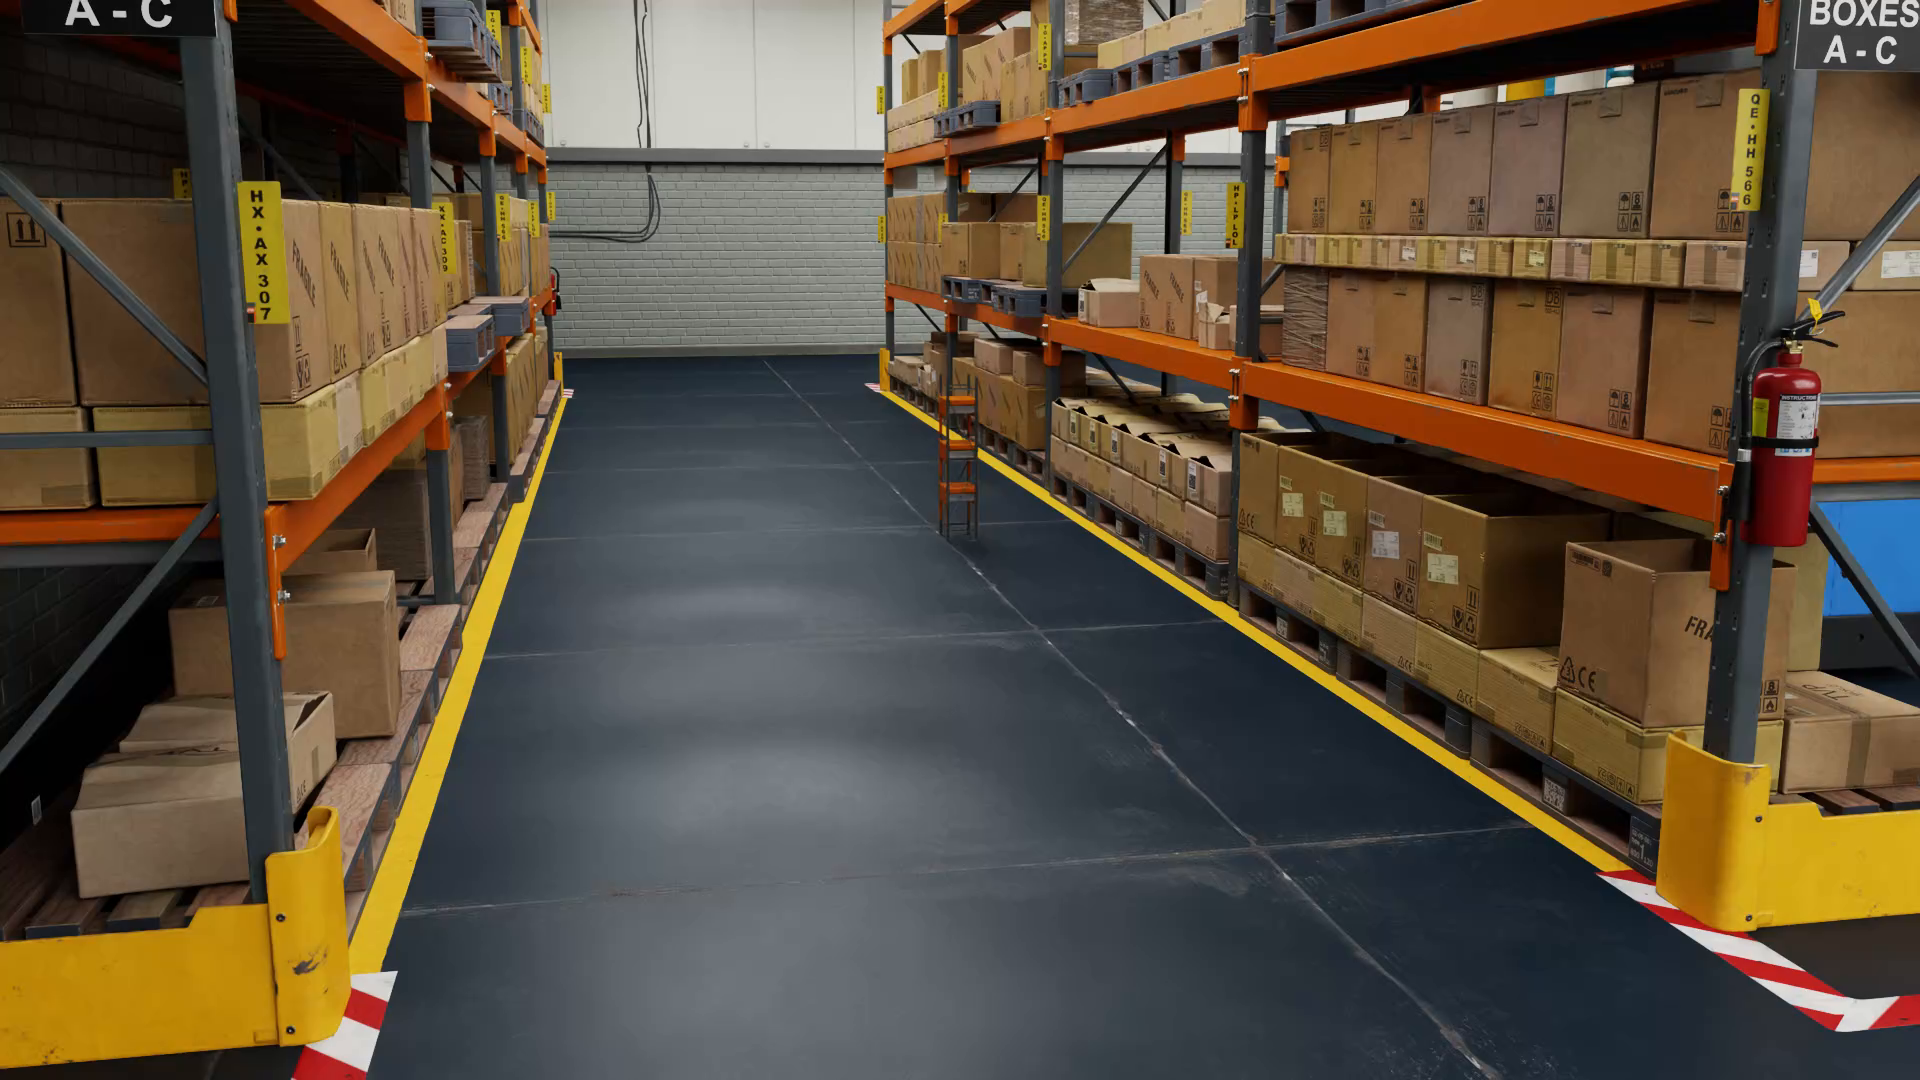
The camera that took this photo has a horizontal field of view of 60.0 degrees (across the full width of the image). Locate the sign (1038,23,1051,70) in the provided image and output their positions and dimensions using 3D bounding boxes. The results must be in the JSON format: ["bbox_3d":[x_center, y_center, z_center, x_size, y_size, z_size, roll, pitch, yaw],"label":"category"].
[{"bbox_3d":[0.618,-3.578,12.065,0.100,0.325,0.005,-2,11,-11],"label":"sign"}]

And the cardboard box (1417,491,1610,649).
[{"bbox_3d":[2.102,0.103,6.356,0.500,0.500,0.500,-2,11,-11],"label":"cardboard box"}]

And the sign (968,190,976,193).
[{"bbox_3d":[0.143,-4.077,20.154,0.100,0.325,0.005,-2,11,-11],"label":"sign"}]

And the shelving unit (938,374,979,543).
[{"bbox_3d":[-0.010,-0.526,10.650,0.215,1.050,0.252,-2,11,-11],"label":"shelving unit"}]

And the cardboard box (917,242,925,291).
[{"bbox_3d":[-0.180,-2.923,17.765,0.500,0.500,0.500,-2,11,-10],"label":"cardboard box"}]

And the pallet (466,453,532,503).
[{"bbox_3d":[-3.787,-0.466,12.581,1.003,0.211,1.213,-2,11,-11],"label":"pallet"}]

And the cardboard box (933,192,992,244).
[{"bbox_3d":[0.020,-3.227,16.685,0.500,0.500,0.500,-2,11,-11],"label":"cardboard box"}]

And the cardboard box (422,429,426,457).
[{"bbox_3d":[-3.283,-0.622,9.444,0.500,0.250,0.500,-2,11,-13],"label":"cardboard box"}]

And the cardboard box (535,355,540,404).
[{"bbox_3d":[-4.625,-1.634,16.820,0.700,0.500,0.500,-2,11,-12],"label":"cardboard box"}]

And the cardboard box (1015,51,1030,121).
[{"bbox_3d":[0.934,-3.564,13.112,0.910,0.500,0.500,-2,11,-11],"label":"cardboard box"}]

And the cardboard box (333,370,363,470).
[{"bbox_3d":[-2.050,-0.353,4.878,0.500,0.250,0.500,-2,11,-13],"label":"cardboard box"}]

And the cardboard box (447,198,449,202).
[{"bbox_3d":[-3.611,-2.210,11.108,0.380,0.149,0.250,-4,11,-18],"label":"cardboard box"}]

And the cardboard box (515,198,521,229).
[{"bbox_3d":[-3.955,-2.732,13.904,0.500,0.250,0.500,-2,11,-10],"label":"cardboard box"}]

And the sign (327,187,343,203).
[{"bbox_3d":[-4.252,-2.237,11.328,0.100,0.325,0.005,-2,11,-11],"label":"sign"}]

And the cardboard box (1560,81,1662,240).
[{"bbox_3d":[2.510,-1.281,5.665,0.700,0.500,0.500,-2,11,-12],"label":"cardboard box"}]

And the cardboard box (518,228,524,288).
[{"bbox_3d":[-3.950,-2.366,13.989,0.500,0.500,0.500,-2,11,-11],"label":"cardboard box"}]

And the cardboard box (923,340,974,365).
[{"bbox_3d":[0.002,-1.937,18.352,0.797,0.503,0.637,-2,11,-11],"label":"cardboard box"}]

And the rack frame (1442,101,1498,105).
[{"bbox_3d":[5.232,-5.730,16.732,1.000,3.000,0.127,-2,11,-11],"label":"rack frame"}]

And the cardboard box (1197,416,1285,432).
[{"bbox_3d":[1.792,-0.634,10.734,0.500,0.311,0.500,-2,11,-9],"label":"cardboard box"}]

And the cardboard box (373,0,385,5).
[{"bbox_3d":[-2.358,-2.210,5.944,0.500,0.500,0.500,-3,11,-13],"label":"cardboard box"}]

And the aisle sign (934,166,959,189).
[{"bbox_3d":[-0.118,-4.637,20.086,0.394,0.787,0.004,-2,11,-11],"label":"aisle sign"}]

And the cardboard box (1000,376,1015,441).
[{"bbox_3d":[0.638,-1.116,14.044,0.500,0.500,0.500,-3,11,-13],"label":"cardboard box"}]

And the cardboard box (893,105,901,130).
[{"bbox_3d":[-0.470,-4.786,18.864,0.500,0.250,0.500,-2,11,-11],"label":"cardboard box"}]

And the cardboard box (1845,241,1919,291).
[{"bbox_3d":[2.841,-0.850,5.136,0.380,0.149,0.250,-2,11,-11],"label":"cardboard box"}]

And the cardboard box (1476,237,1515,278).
[{"bbox_3d":[2.192,-1.071,6.296,0.380,0.149,0.250,-2,11,-9],"label":"cardboard box"}]

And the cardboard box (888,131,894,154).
[{"bbox_3d":[-0.555,-4.633,19.395,0.500,0.250,0.500,-2,11,-11],"label":"cardboard box"}]

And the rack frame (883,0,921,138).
[{"bbox_3d":[-0.405,-6.284,19.644,1.000,3.000,0.127,-2,11,-11],"label":"rack frame"}]

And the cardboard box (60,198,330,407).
[{"bbox_3d":[-1.950,-0.624,4.297,0.500,0.500,0.500,-2,11,-11],"label":"cardboard box"}]

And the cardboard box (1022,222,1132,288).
[{"bbox_3d":[0.918,-2.236,13.033,0.700,0.500,0.500,-6,12,-30],"label":"cardboard box"}]

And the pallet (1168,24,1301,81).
[{"bbox_3d":[1.744,-2.677,9.226,0.805,0.209,1.217,-3,11,-13],"label":"pallet"}]

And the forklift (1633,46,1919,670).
[{"bbox_3d":[3.543,-1.077,8.514,1.130,2.935,3.031,-2,11,-10],"label":"forklift"}]

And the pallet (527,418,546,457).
[{"bbox_3d":[-4.262,-0.914,14.932,1.003,0.211,1.213,-2,11,-11],"label":"pallet"}]

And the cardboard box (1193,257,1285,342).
[{"bbox_3d":[1.693,-1.423,9.883,0.500,0.500,0.500,-1,11,-7],"label":"cardboard box"}]

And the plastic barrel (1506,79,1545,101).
[{"bbox_3d":[5.609,-4.395,16.115,0.600,0.588,0.600,0,11,0],"label":"plastic barrel"}]

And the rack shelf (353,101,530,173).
[{"bbox_3d":[-4.097,-3.176,13.260,1.077,0.370,4.000,-2,11,-11],"label":"rack shelf"}]

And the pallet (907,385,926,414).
[{"bbox_3d":[-0.001,-1.583,18.451,1.003,0.211,1.213,-2,11,-11],"label":"pallet"}]

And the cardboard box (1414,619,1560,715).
[{"bbox_3d":[2.104,0.472,6.426,0.500,0.250,0.500,-2,11,-11],"label":"cardboard box"}]

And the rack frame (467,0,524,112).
[{"bbox_3d":[-4.486,-5.369,14.839,1.000,3.000,0.127,-2,11,-11],"label":"rack frame"}]

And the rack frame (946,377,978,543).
[{"bbox_3d":[0.013,-0.503,10.532,0.200,1.050,0.008,-2,11,-11],"label":"rack frame"}]

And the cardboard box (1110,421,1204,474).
[{"bbox_3d":[1.272,-0.610,10.609,0.500,0.311,0.500,-2,11,-12],"label":"cardboard box"}]

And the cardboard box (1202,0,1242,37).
[{"bbox_3d":[1.709,-2.956,9.460,0.500,0.250,0.500,-3,11,-17],"label":"cardboard box"}]

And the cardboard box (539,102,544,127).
[{"bbox_3d":[-4.861,-4.686,18.285,0.500,0.250,0.500,-2,11,-9],"label":"cardboard box"}]

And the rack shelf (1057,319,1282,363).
[{"bbox_3d":[1.540,-1.245,10.618,0.919,0.124,3.809,-2,11,-11],"label":"rack shelf"}]

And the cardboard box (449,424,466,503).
[{"bbox_3d":[-3.530,-0.448,10.536,0.700,0.500,0.500,-2,11,-11],"label":"cardboard box"}]

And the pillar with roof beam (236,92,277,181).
[{"bbox_3d":[-0.081,-4.522,10.390,9.100,9.000,0.400,-2,11,-11],"label":"pillar with roof beam"}]

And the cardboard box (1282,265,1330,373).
[{"bbox_3d":[2.021,-1.104,8.206,0.700,0.500,0.500,-2,11,-12],"label":"cardboard box"}]

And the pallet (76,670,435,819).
[{"bbox_3d":[-2.524,0.761,6.134,1.003,0.211,1.213,-2,11,-11],"label":"pallet"}]

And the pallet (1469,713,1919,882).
[{"bbox_3d":[2.517,0.829,5.777,1.003,0.211,1.213,-2,11,-11],"label":"pallet"}]

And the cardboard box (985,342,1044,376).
[{"bbox_3d":[0.520,-1.587,14.513,0.500,0.250,0.500,-2,11,-12],"label":"cardboard box"}]

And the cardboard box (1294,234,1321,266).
[{"bbox_3d":[1.840,-1.401,8.034,0.380,0.149,0.250,-2,11,-10],"label":"cardboard box"}]

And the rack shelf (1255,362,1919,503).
[{"bbox_3d":[2.318,-0.512,6.763,0.919,0.124,3.809,-2,11,-11],"label":"rack shelf"}]

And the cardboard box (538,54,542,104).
[{"bbox_3d":[-4.854,-5.055,18.216,0.500,0.500,0.500,-2,11,-11],"label":"cardboard box"}]

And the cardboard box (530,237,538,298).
[{"bbox_3d":[-4.575,-2.670,15.898,0.980,0.700,0.700,-2,11,-10],"label":"cardboard box"}]

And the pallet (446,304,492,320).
[{"bbox_3d":[-3.283,-1.233,9.664,1.003,0.211,1.213,-2,11,-11],"label":"pallet"}]
